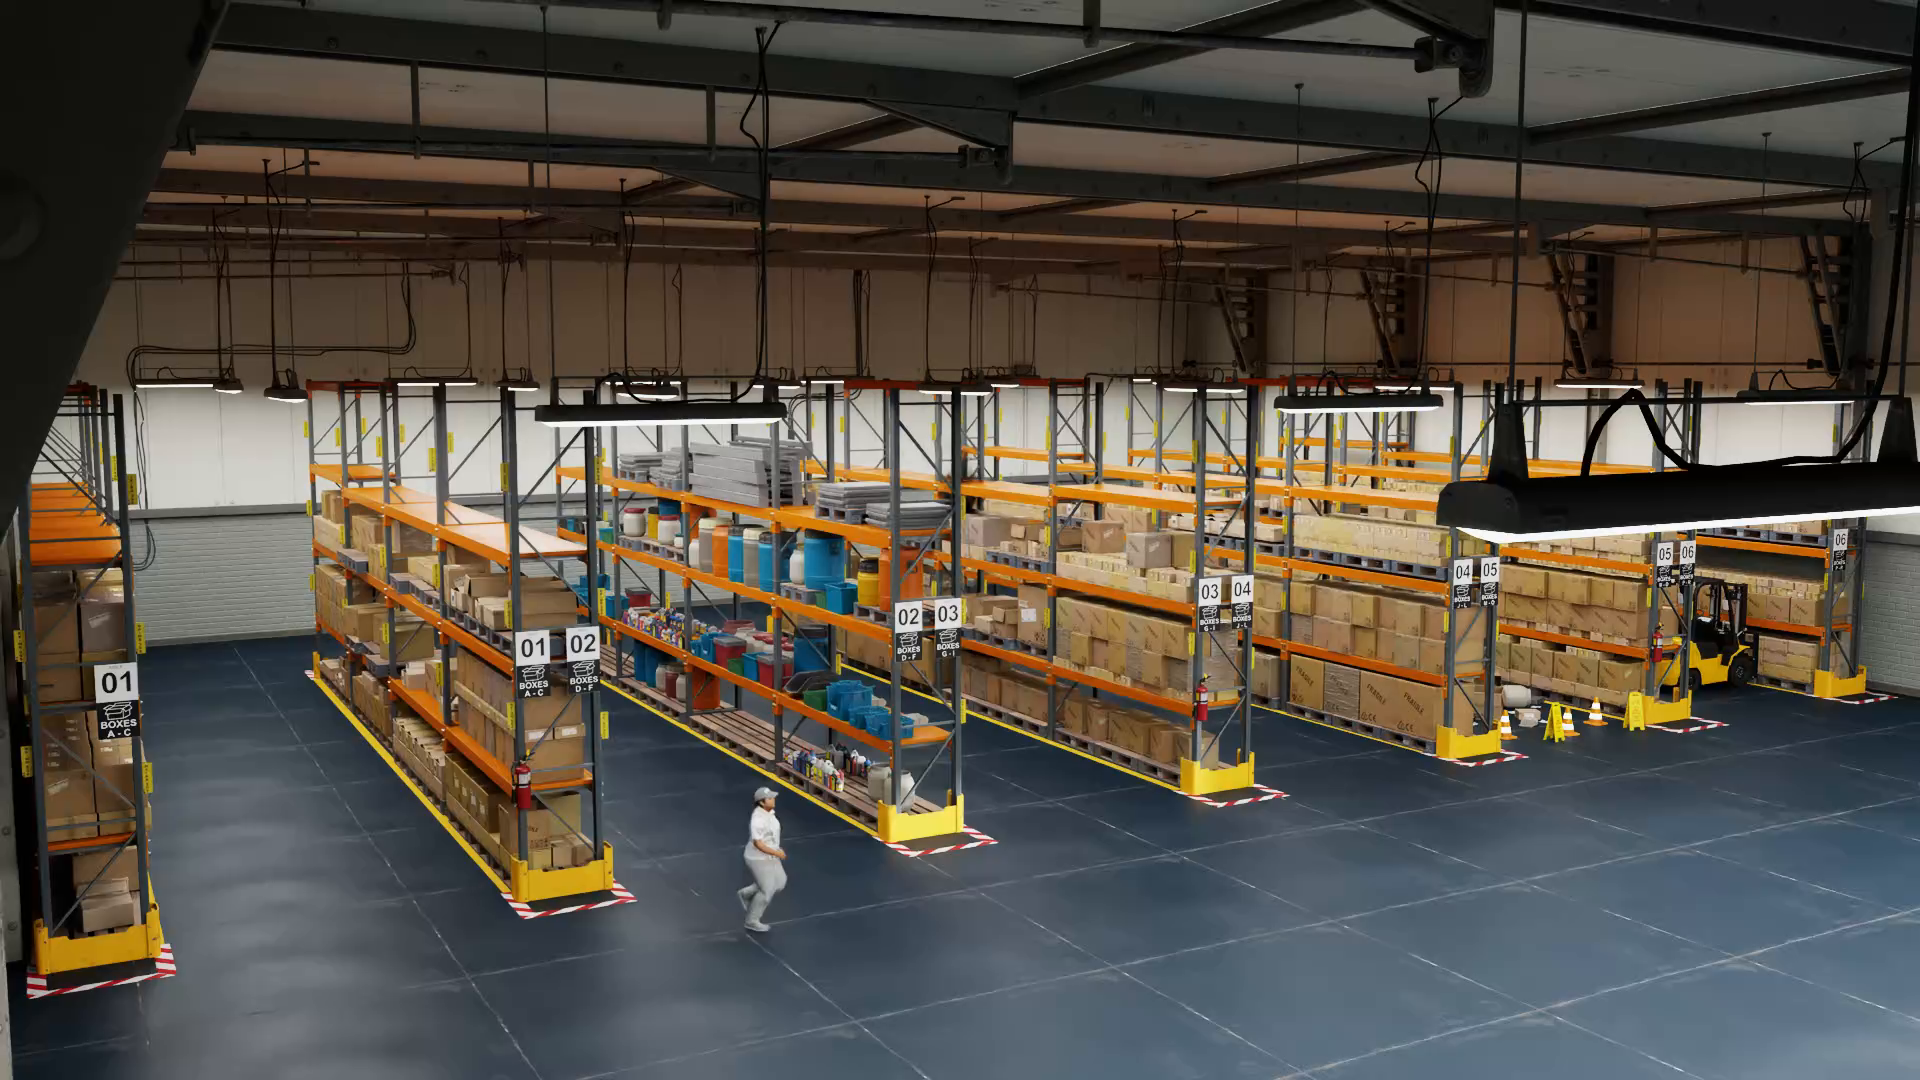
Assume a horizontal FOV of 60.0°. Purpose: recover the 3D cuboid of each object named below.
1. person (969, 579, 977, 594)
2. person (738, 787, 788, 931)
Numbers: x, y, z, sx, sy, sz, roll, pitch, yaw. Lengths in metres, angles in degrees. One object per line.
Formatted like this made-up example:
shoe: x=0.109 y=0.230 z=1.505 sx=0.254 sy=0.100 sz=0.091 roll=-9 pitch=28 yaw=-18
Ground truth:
person: x=0.495 y=1.052 z=42.278 sx=0.746 sy=1.590 sz=0.733 roll=-1 pitch=6 yaw=-7
person: x=-2.190 y=3.566 z=18.629 sx=0.586 sy=1.621 sz=0.630 roll=1 pitch=6 yaw=5
